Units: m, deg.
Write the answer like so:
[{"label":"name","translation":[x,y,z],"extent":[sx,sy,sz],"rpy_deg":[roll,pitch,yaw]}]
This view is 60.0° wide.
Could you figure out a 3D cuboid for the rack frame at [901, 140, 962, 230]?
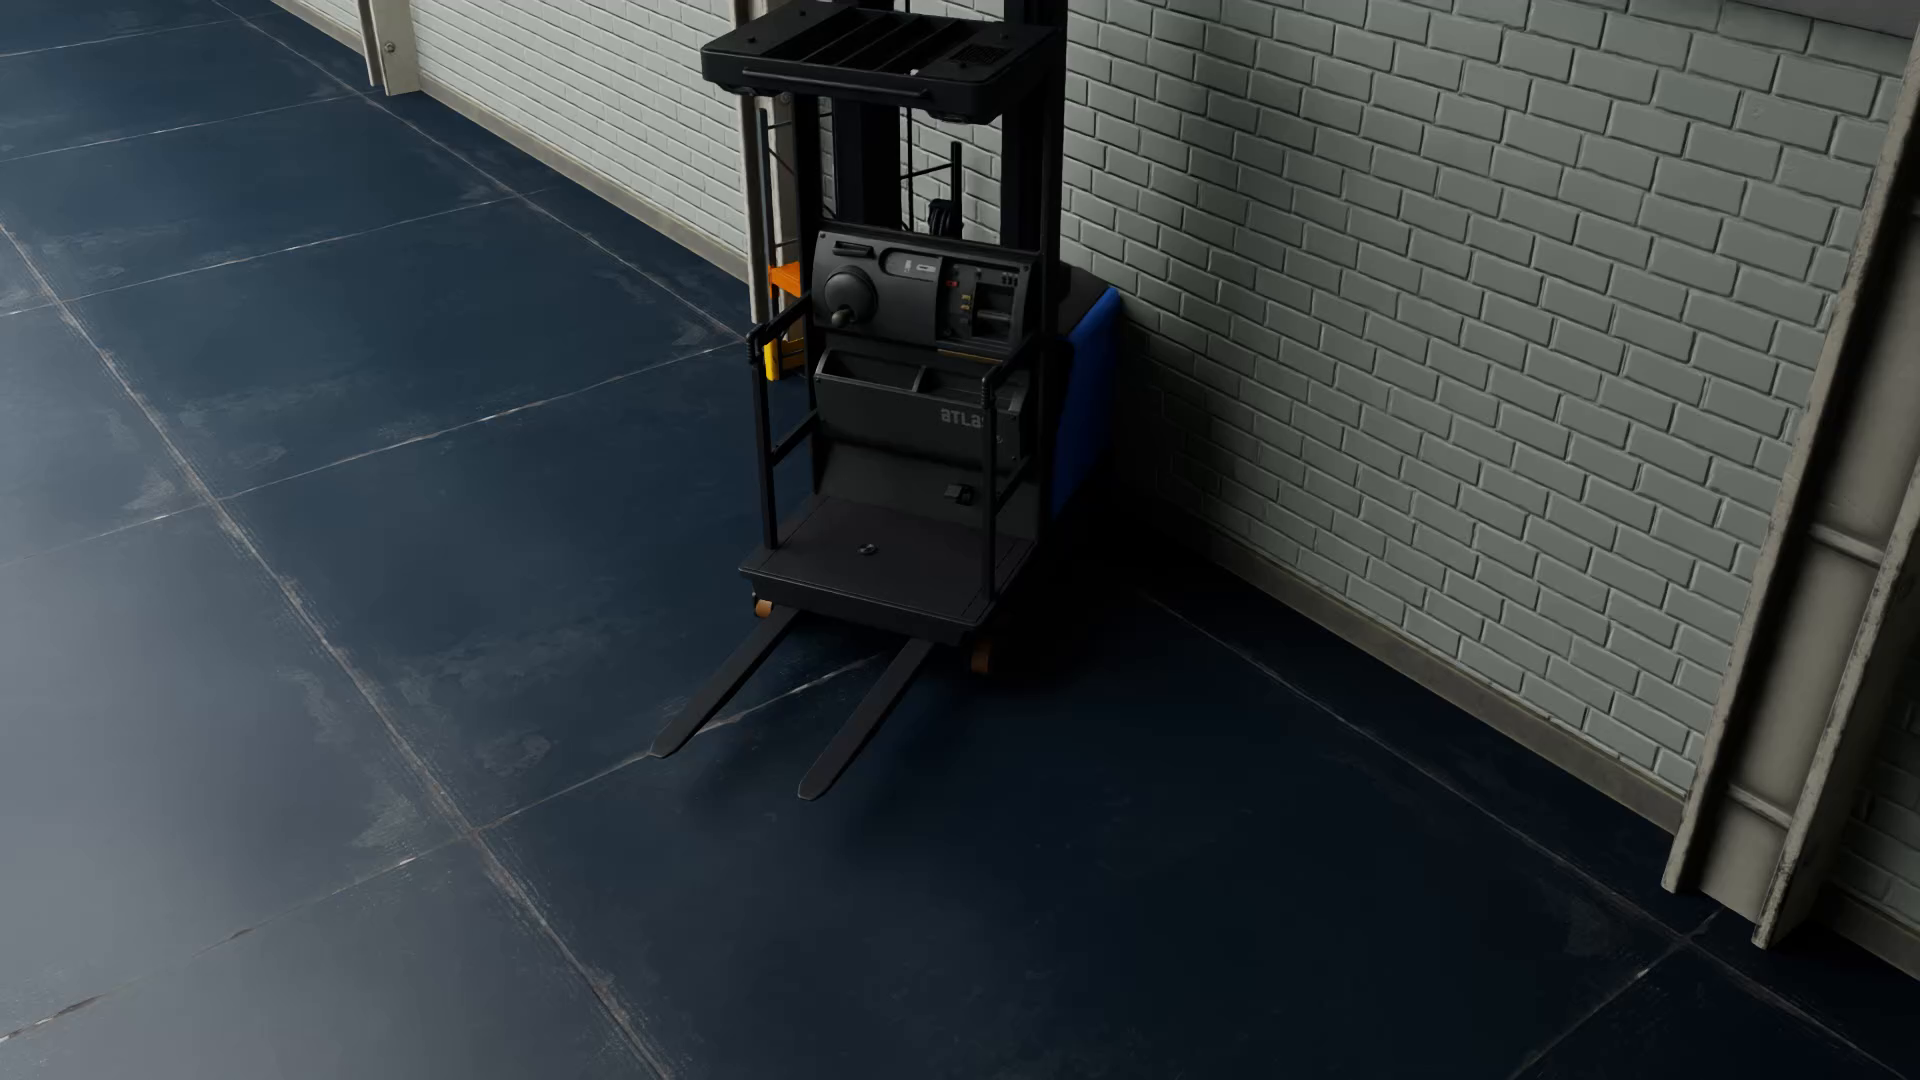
[{"label":"rack frame","translation":[-0.196,-1.200,8.261],"extent":[0.500,1.500,0.032],"rpy_deg":[-23,38,-32]}]

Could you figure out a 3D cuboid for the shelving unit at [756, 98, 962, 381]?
[{"label":"shelving unit","translation":[-0.517,-1.415,8.606],"extent":[0.587,1.500,1.083],"rpy_deg":[-23,38,-32]}]

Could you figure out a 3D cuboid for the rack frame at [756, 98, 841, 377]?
[{"label":"rack frame","translation":[-0.826,-1.621,8.939],"extent":[0.500,1.500,0.032],"rpy_deg":[-23,38,-32]}]

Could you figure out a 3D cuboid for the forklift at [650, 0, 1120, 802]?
[{"label":"forklift","translation":[-0.241,-0.942,6.489],"extent":[1.130,2.935,3.031],"rpy_deg":[12,34,19]}]

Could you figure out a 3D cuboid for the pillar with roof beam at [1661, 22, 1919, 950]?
[{"label":"pillar with roof beam","translation":[-0.713,-1.191,1.139],"extent":[9.100,9.000,0.400],"rpy_deg":[-22,38,-31]}]

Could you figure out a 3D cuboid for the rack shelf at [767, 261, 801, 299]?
[{"label":"rack shelf","translation":[-0.511,-1.258,8.695],"extent":[0.538,0.185,1.000],"rpy_deg":[-23,38,-32]}]

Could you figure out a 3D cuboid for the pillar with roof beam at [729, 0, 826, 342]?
[{"label":"pillar with roof beam","translation":[-4.393,-3.692,5.165],"extent":[9.100,9.000,0.400],"rpy_deg":[-22,38,-31]}]

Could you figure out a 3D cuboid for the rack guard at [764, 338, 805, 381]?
[{"label":"rack guard","translation":[-0.825,-1.090,9.268],"extent":[0.587,0.250,0.087],"rpy_deg":[-23,38,-32]}]

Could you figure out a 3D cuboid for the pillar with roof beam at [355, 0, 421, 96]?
[{"label":"pillar with roof beam","translation":[-8.072,-6.192,9.191],"extent":[9.100,9.000,0.400],"rpy_deg":[-22,38,-31]}]
